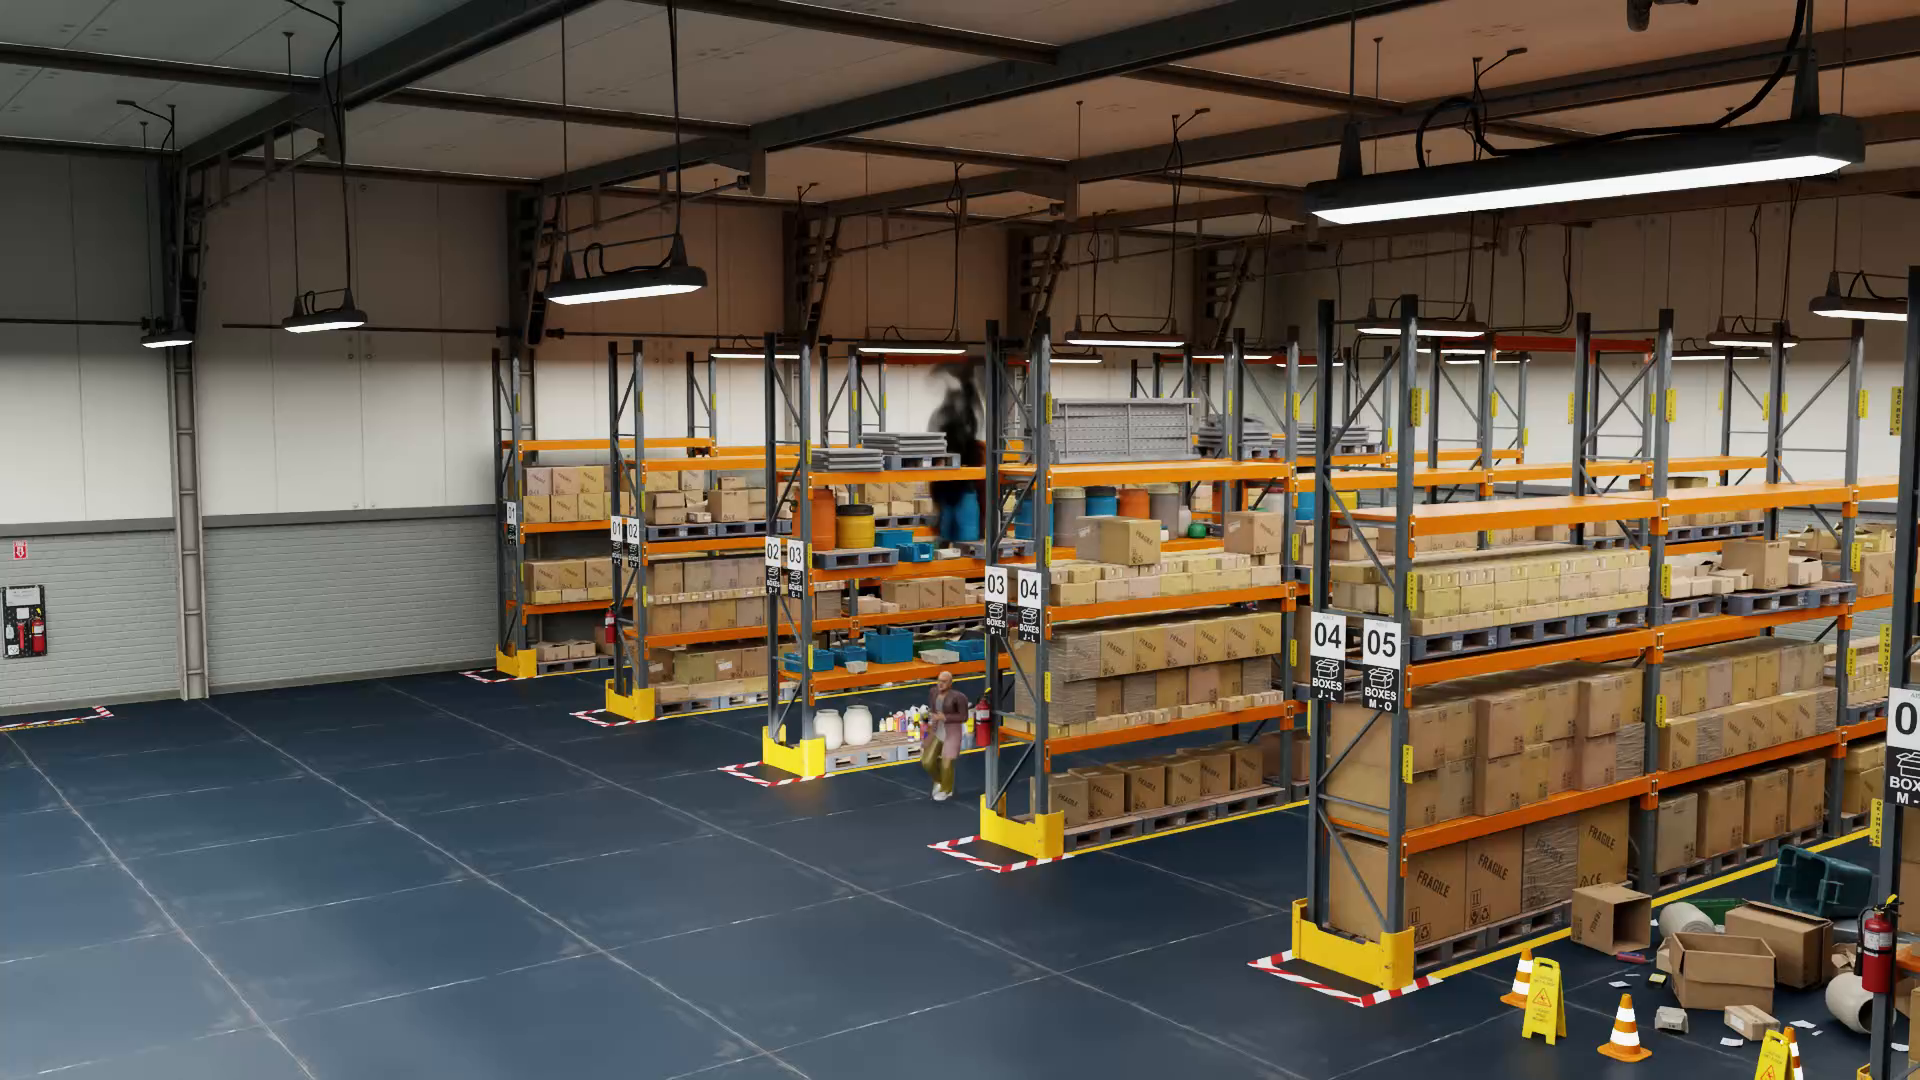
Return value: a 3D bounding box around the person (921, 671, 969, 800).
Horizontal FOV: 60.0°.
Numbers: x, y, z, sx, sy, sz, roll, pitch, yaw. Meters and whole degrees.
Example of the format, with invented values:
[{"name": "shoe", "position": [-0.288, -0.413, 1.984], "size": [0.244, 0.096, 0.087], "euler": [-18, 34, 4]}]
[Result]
[{"name": "person", "position": [-0.167, 2.467, 20.902], "size": [0.667, 1.701, 0.729], "euler": [2, 6, 25]}]
